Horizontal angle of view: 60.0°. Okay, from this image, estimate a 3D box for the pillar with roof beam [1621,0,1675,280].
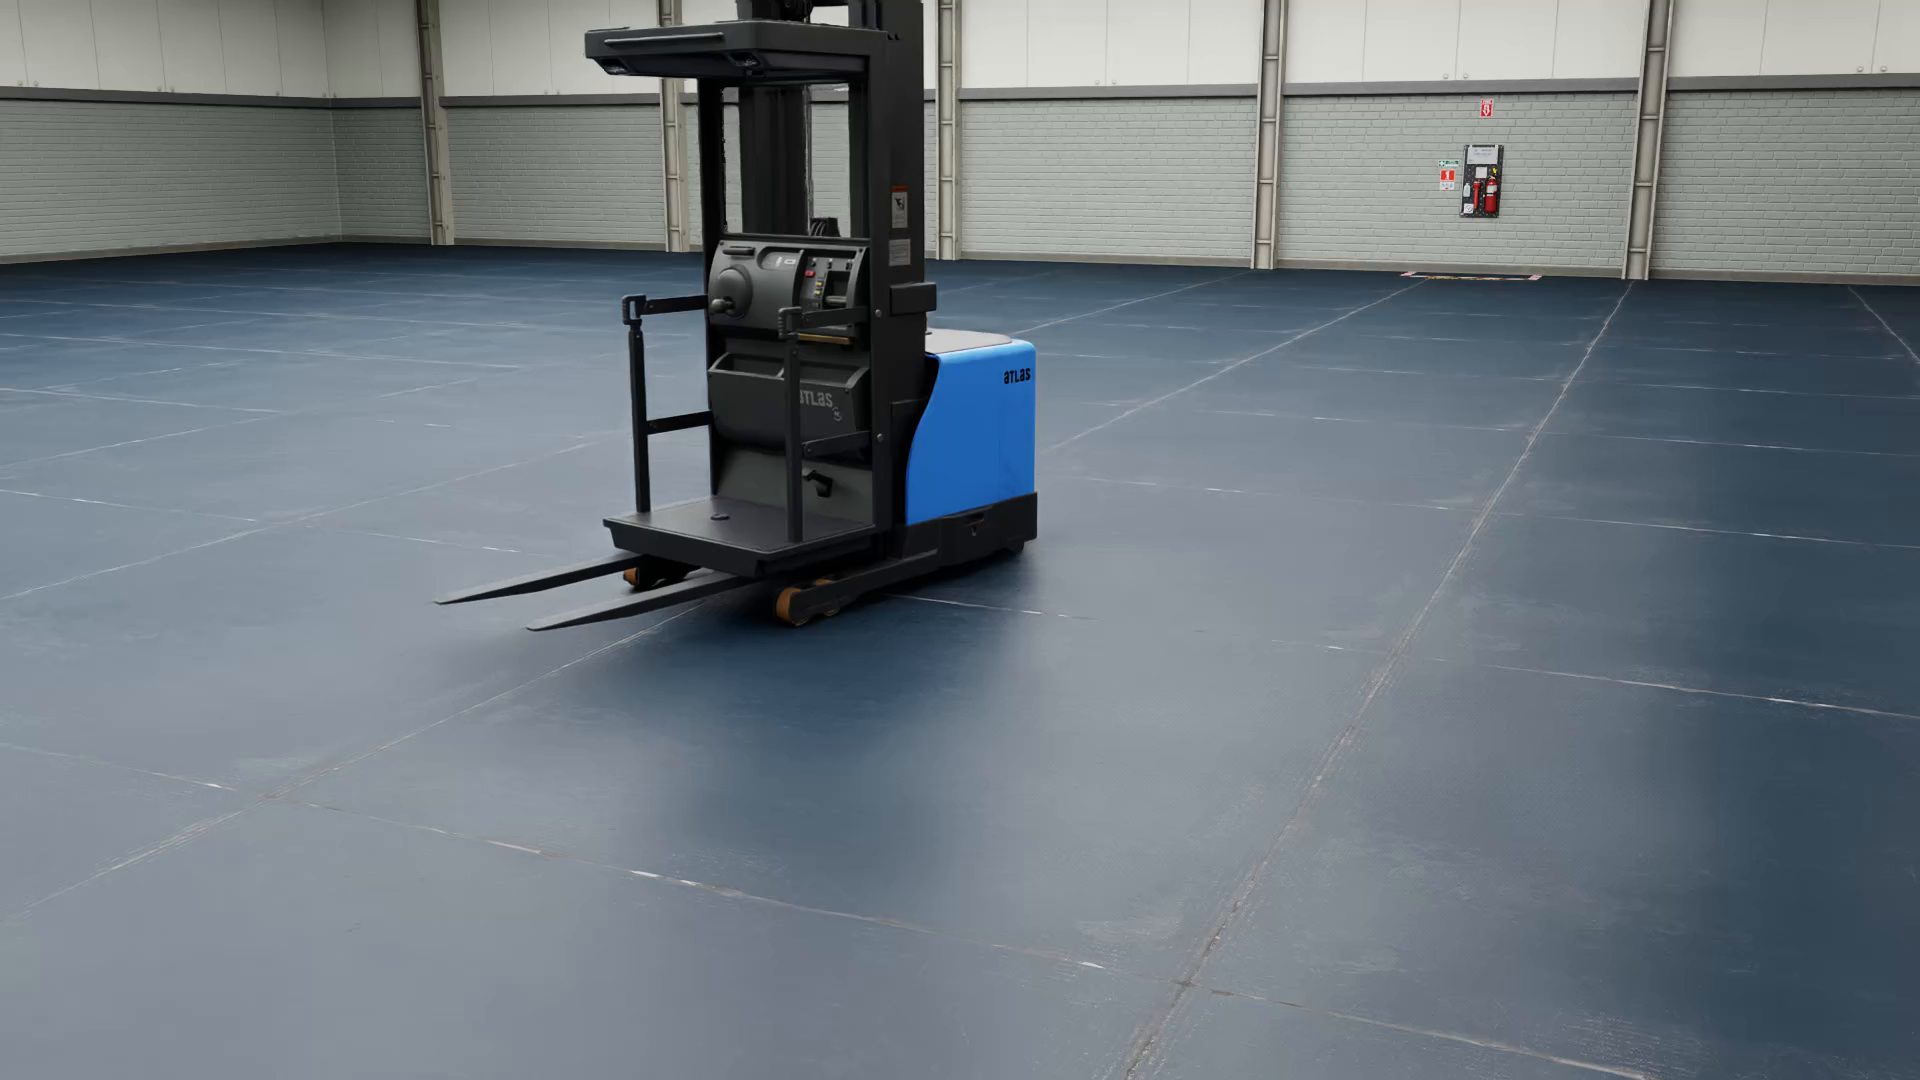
[{"bbox_3d":[9.019,-7.648,21.650,0.400,9.000,9.100,6,14,23],"label":"pillar with roof beam"}]

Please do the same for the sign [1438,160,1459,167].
[{"bbox_3d":[8.056,-6.209,27.412,0.331,0.109,0.001,6,14,23],"label":"sign"}]

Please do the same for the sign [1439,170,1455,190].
[{"bbox_3d":[8.055,-5.953,27.482,0.234,0.329,0.001,6,14,23],"label":"sign"}]

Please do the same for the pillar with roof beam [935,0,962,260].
[{"bbox_3d":[-1.953,-8.758,26.382,0.400,9.000,9.100,6,14,23],"label":"pillar with roof beam"}]

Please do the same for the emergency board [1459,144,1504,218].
[{"bbox_3d":[8.519,-5.863,27.176,0.643,1.169,0.194,6,14,23],"label":"emergency board"}]

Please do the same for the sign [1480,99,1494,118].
[{"bbox_3d":[8.552,-7.013,27.003,0.199,0.298,0.001,6,14,23],"label":"sign"}]

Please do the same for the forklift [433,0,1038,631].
[{"bbox_3d":[-0.923,-1.185,7.388,1.130,2.935,3.031,10,17,38],"label":"forklift"}]

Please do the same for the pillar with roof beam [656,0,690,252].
[{"bbox_3d":[-7.438,-9.314,28.748,0.400,9.000,9.100,6,14,23],"label":"pillar with roof beam"}]

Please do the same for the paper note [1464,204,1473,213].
[{"bbox_3d":[8.385,-5.465,27.408,0.142,0.148,0.016,6,14,23],"label":"paper note"}]

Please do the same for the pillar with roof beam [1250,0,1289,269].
[{"bbox_3d":[3.533,-8.203,24.016,0.400,9.000,9.100,6,14,23],"label":"pillar with roof beam"}]

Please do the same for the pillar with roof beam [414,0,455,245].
[{"bbox_3d":[-12.924,-9.869,31.114,0.400,9.000,9.100,6,14,23],"label":"pillar with roof beam"}]
